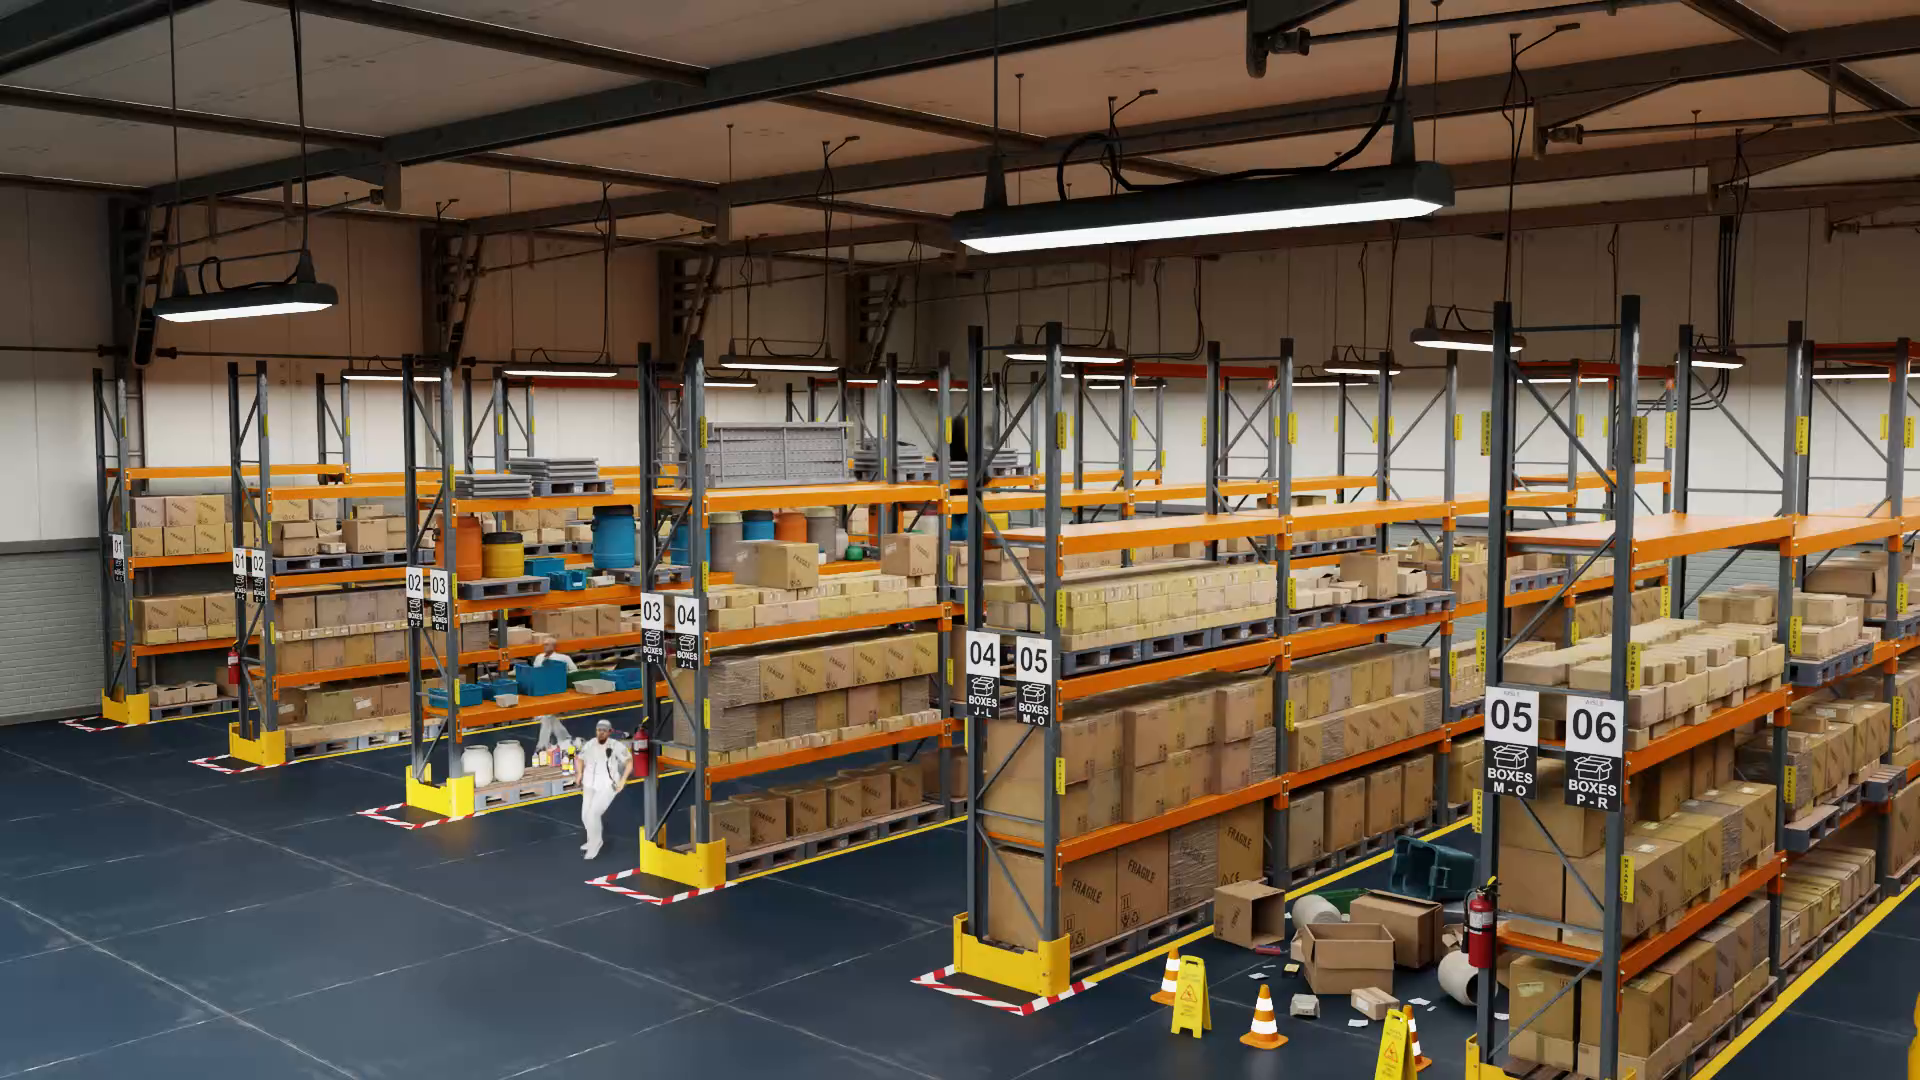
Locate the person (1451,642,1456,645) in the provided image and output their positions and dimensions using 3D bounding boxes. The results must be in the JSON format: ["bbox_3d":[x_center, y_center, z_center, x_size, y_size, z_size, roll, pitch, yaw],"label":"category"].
[{"bbox_3d":[7.751,2.434,26.224,0.658,1.654,0.578,-4,6,-44],"label":"person"}]

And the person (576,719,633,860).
[{"bbox_3d":[-4.225,2.927,19.551,0.677,1.662,0.646,1,4,19],"label":"person"}]

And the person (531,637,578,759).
[{"bbox_3d":[-6.262,2.378,25.360,0.701,1.792,0.949,2,5,30],"label":"person"}]
